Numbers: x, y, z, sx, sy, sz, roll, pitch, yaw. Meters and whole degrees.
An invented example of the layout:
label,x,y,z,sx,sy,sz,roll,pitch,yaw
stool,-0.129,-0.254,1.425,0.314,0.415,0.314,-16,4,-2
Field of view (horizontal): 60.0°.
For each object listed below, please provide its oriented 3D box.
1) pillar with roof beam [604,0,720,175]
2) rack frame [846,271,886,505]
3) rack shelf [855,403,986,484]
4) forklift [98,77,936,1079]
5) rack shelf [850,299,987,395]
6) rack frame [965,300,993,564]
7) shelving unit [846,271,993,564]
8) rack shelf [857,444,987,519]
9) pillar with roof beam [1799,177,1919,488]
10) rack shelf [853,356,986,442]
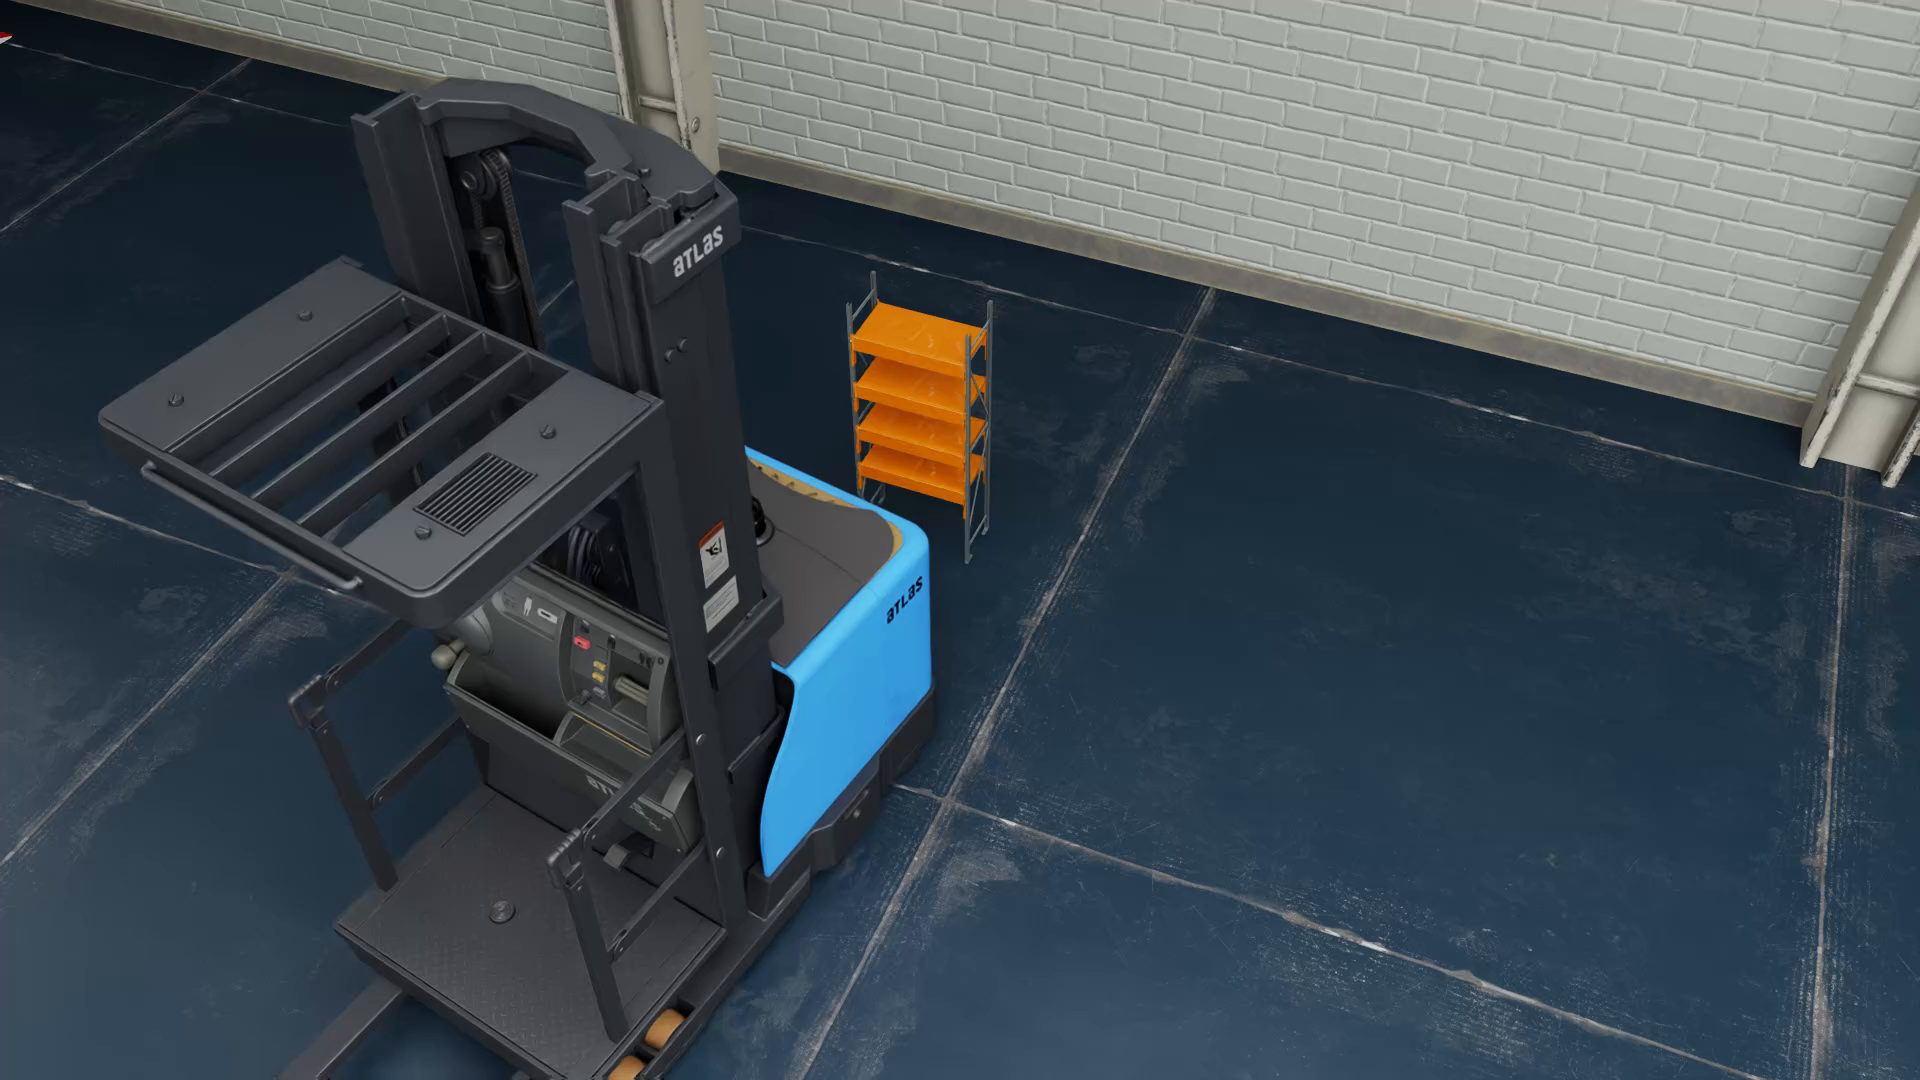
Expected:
label,x,y,z,sx,sy,sz,roll,pitch,yaw
pillar with roof beam,-3.203,-2.399,3.120,0.400,9.000,9.100,16,47,16
rack frame,-0.378,-0.537,6.777,0.015,1.200,0.240,16,47,16
rack shelf,-0.153,-0.423,6.758,0.480,0.148,0.258,16,47,16
forklift,-1.312,0.376,4.633,1.130,2.935,3.031,25,50,23
rack shelf,-0.153,-0.749,6.434,0.480,0.148,0.258,16,47,16
rack frame,0.072,-0.404,6.644,0.015,1.200,0.240,16,47,16
shelving unit,-0.153,-0.470,6.711,0.503,1.200,0.258,16,47,16
rack shelf,-0.153,-0.282,6.898,0.480,0.148,0.258,16,47,16
pillar with roof beam,2.334,-0.770,1.482,0.400,9.000,9.100,16,47,16
rack shelf,-0.153,-0.581,6.601,0.480,0.148,0.258,16,47,16
